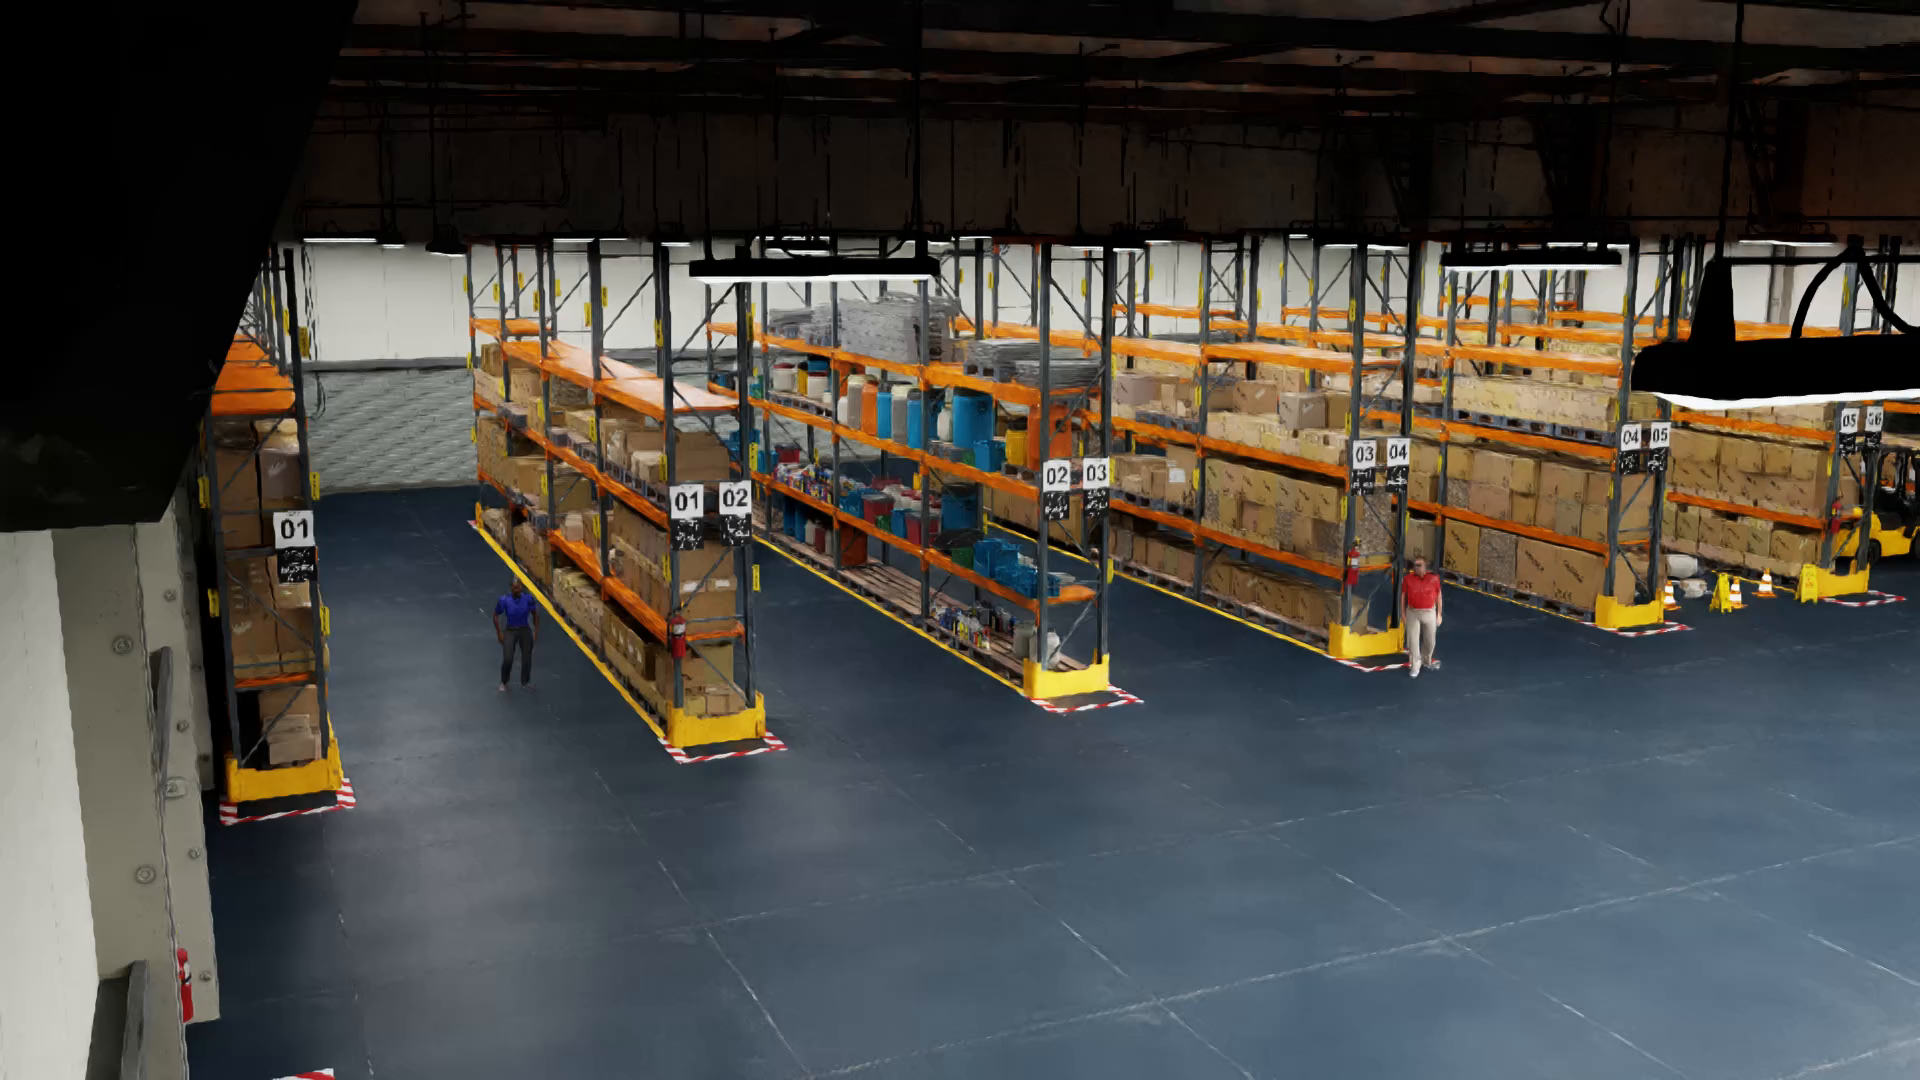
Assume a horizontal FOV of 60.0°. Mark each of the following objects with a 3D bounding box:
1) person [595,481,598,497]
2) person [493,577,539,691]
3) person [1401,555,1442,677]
[{"bbox_3d":[-8.048,-1.595,37.290,0.415,1.517,1.041,-5,12,-26],"label":"person"},{"bbox_3d":[-5.989,1.260,22.464,0.592,1.604,0.518,-5,12,-24],"label":"person"},{"bbox_3d":[6.479,1.030,23.344,0.594,1.715,0.575,3,11,13],"label":"person"}]
